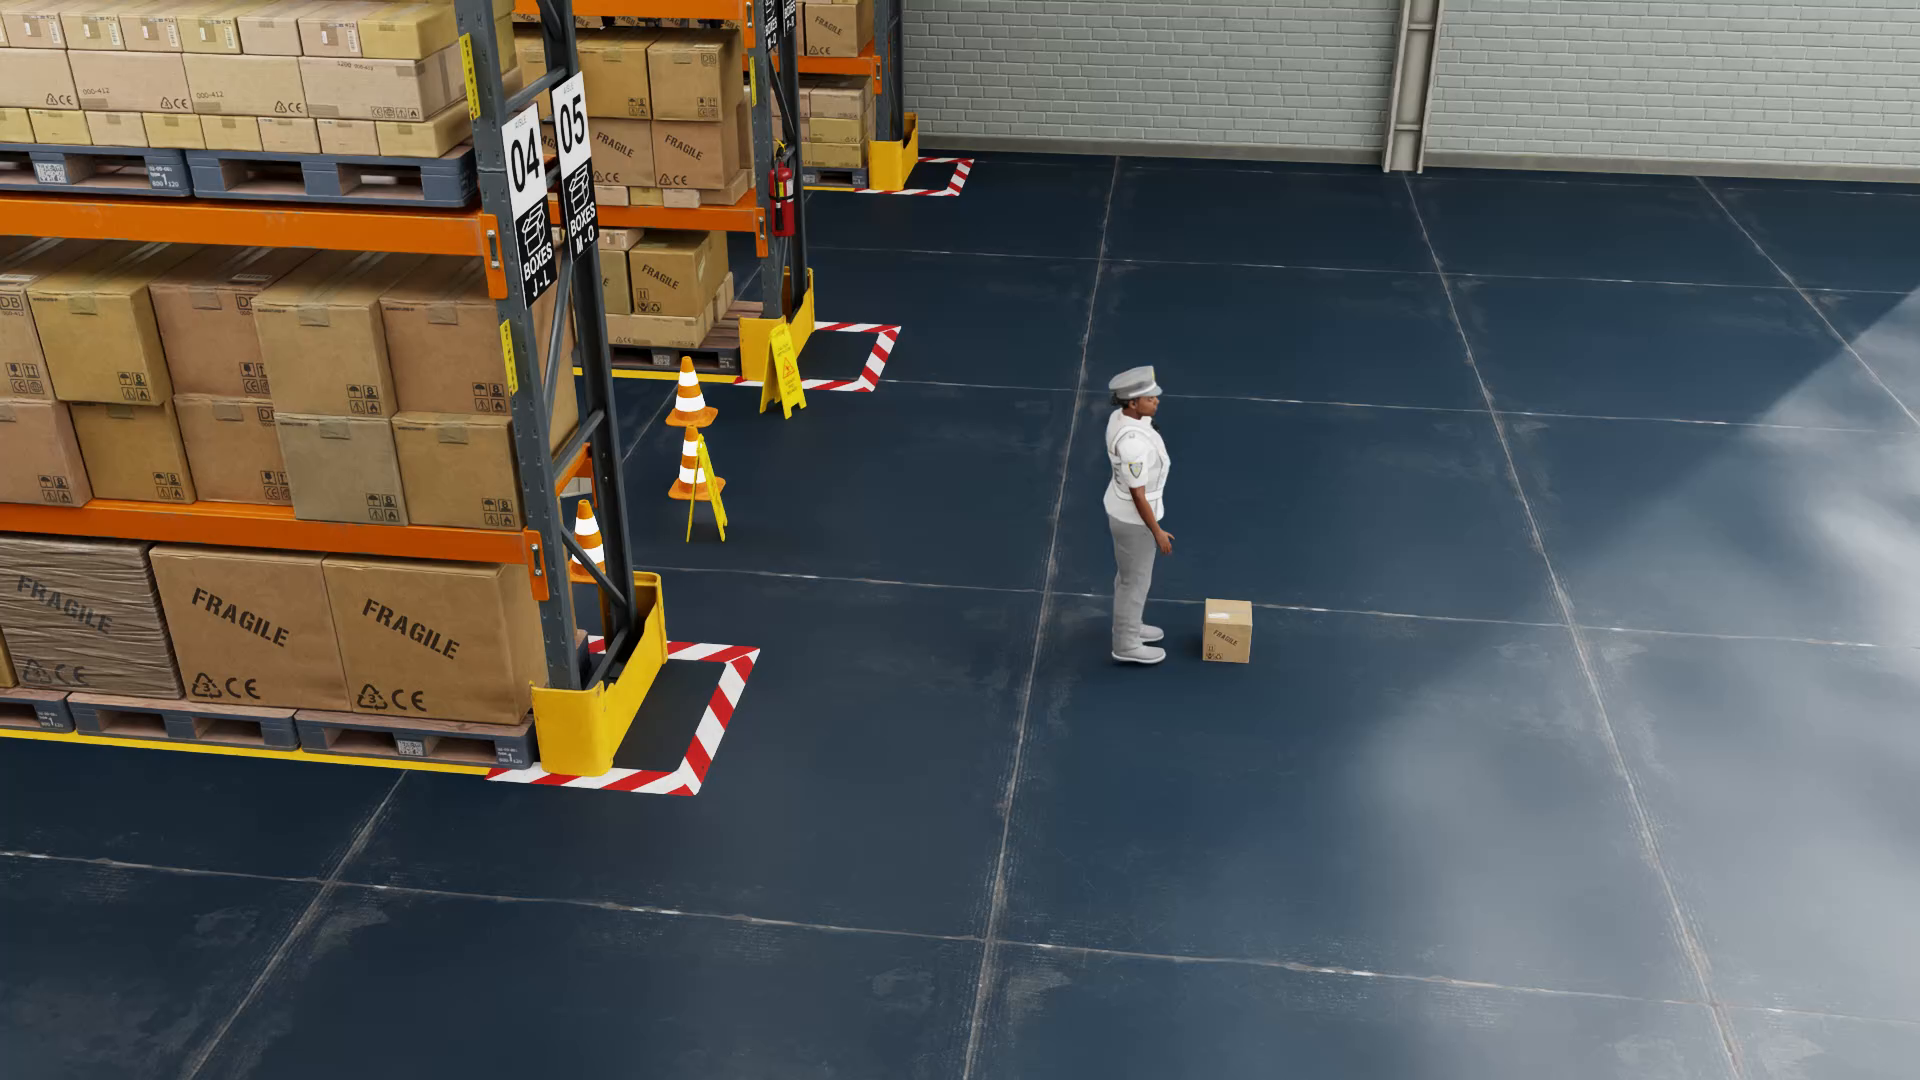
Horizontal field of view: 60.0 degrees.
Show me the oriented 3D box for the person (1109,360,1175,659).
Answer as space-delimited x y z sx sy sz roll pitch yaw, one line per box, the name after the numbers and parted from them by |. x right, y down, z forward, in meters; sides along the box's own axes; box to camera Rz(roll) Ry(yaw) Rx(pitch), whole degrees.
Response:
0.972 -0.160 8.838 0.382 1.702 0.455 0 29 0 | person
